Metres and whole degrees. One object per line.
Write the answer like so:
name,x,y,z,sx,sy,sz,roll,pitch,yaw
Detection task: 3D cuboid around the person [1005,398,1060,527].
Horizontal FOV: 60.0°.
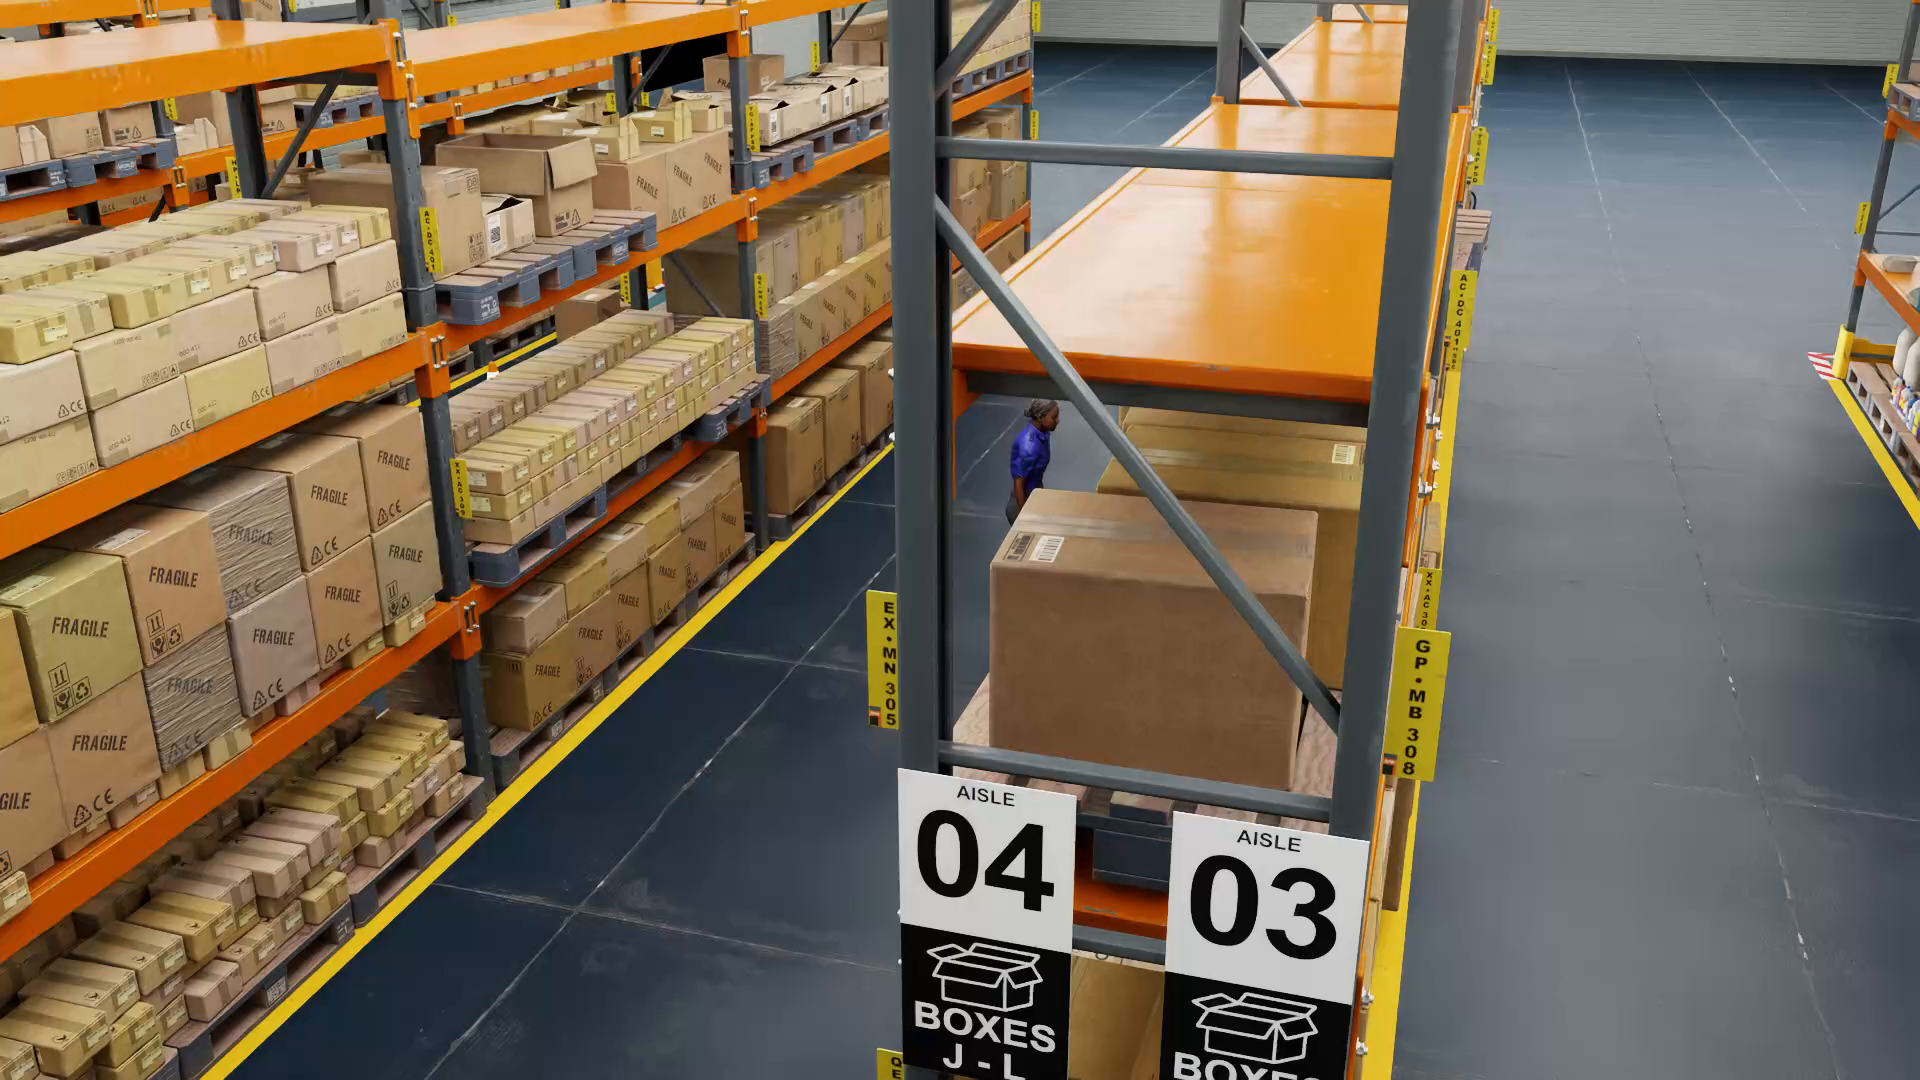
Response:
person,0.508,-0.218,11.635,0.349,1.654,0.503,6,23,15
